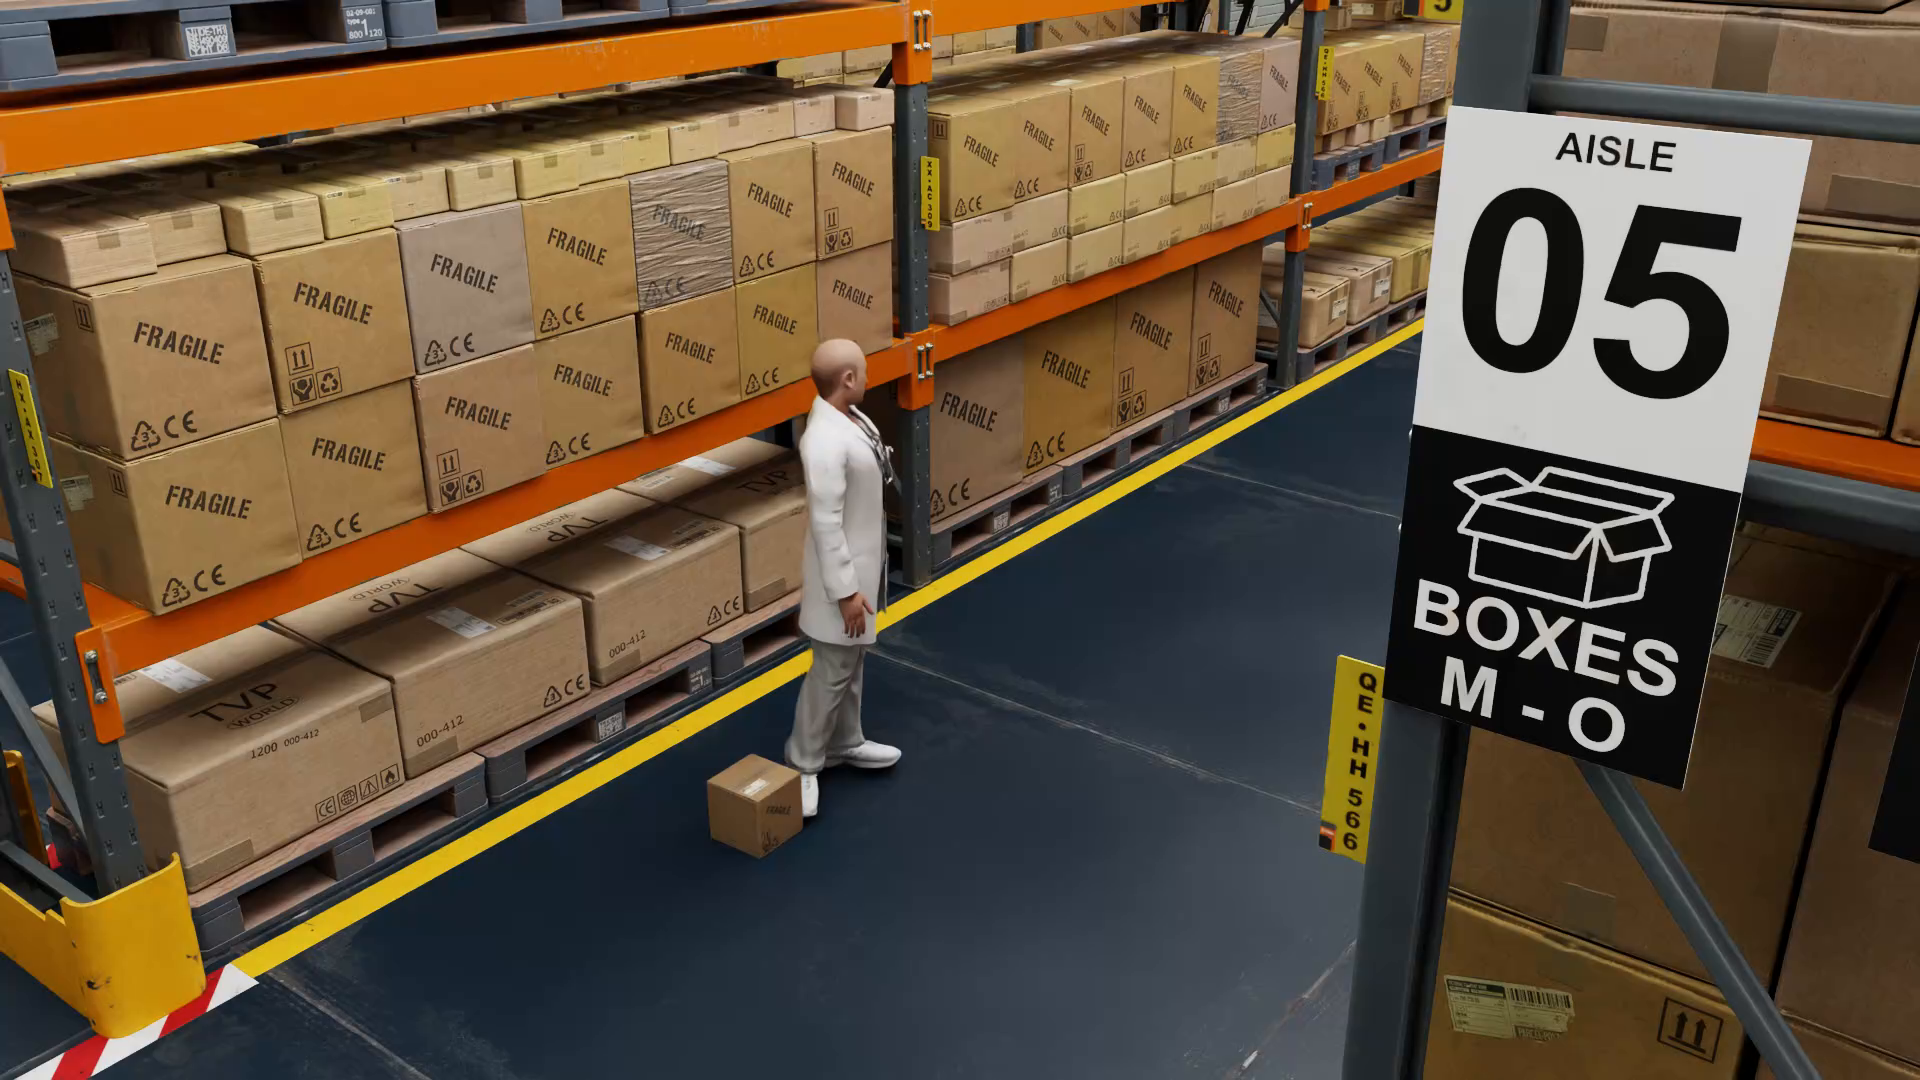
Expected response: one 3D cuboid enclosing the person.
[{"bbox_3d":[-0.469,0.121,6.273,0.440,1.778,0.703,3,23,6],"label":"person"}]
